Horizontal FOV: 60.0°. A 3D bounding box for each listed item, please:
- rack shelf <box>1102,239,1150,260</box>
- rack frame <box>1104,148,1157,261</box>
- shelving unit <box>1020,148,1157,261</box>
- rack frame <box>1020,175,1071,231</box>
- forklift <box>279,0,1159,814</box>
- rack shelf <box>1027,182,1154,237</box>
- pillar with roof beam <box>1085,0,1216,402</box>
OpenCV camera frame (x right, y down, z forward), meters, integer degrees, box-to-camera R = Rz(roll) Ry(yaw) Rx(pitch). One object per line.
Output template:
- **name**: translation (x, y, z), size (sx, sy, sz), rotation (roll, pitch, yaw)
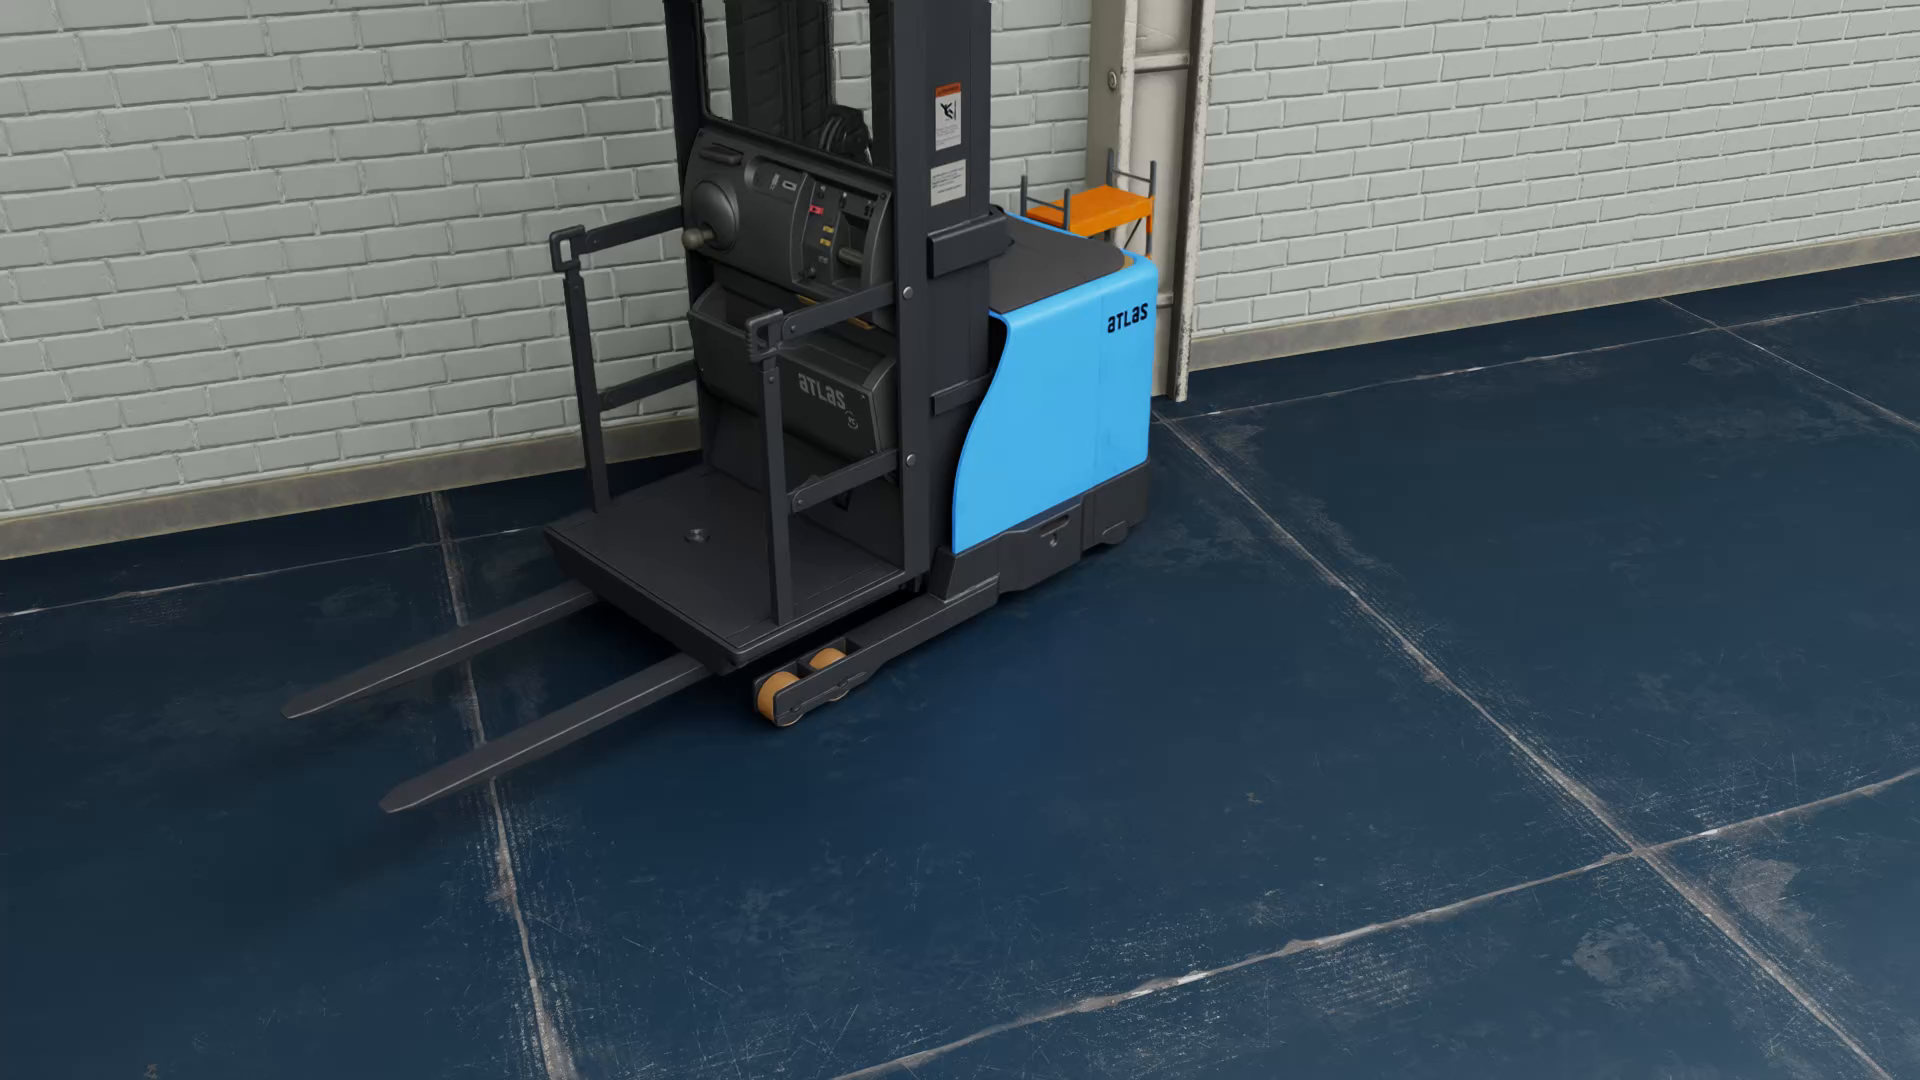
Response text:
- **rack shelf**: translation (0.492, -1.022, 6.516), size (0.480, 0.148, 0.258), rotation (-26, 38, -37)
- **rack frame**: translation (0.667, -0.970, 6.741), size (0.015, 1.200, 0.240), rotation (-26, 38, -37)
- **shelving unit**: translation (0.492, -0.886, 6.593), size (0.503, 1.200, 0.258), rotation (-26, 38, -37)
- **rack frame**: translation (0.317, -0.802, 6.446), size (0.015, 1.200, 0.240), rotation (-26, 38, -37)
- **forklift**: translation (-0.697, -0.980, 5.009), size (3.031, 2.935, 1.130), rotation (-26, 38, -37)
- **rack shelf**: translation (0.492, -1.228, 6.399), size (0.480, 0.148, 0.258), rotation (-26, 38, -37)
- **pillar with roof beam**: translation (2.264, -2.567, 1.665), size (0.400, 9.000, 9.100), rotation (-10, 31, -18)
